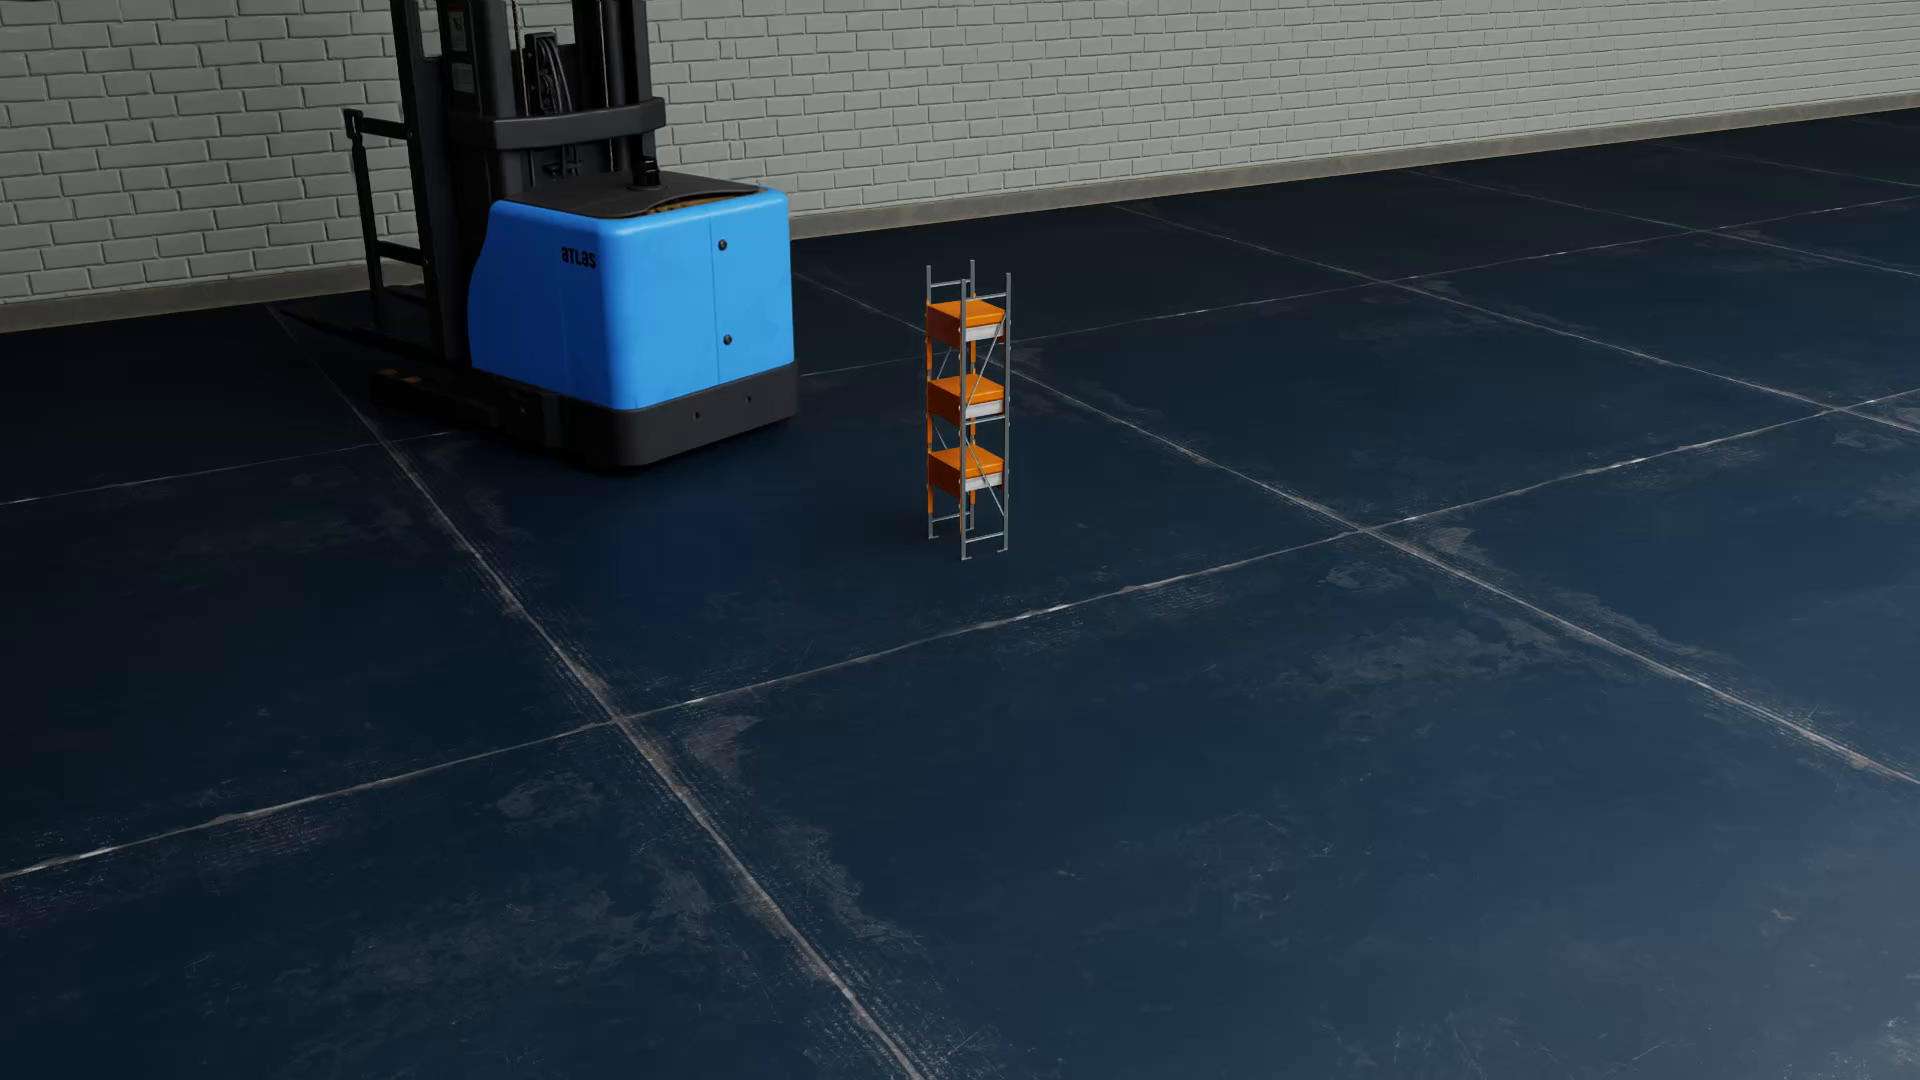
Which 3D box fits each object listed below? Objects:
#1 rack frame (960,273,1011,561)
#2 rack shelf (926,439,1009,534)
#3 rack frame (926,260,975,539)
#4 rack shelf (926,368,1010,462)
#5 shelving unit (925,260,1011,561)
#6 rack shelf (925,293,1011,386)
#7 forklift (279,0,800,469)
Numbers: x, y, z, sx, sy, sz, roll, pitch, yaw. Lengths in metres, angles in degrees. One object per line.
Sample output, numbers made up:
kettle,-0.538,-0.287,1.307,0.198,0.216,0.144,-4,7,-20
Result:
rack frame,0.090,-0.430,5.974,0.200,1.050,0.008,-13,25,-28
rack shelf,0.027,-0.202,6.180,0.215,0.259,0.240,-13,25,-28
rack frame,-0.035,-0.509,6.168,0.200,1.050,0.008,-13,25,-28
rack shelf,0.027,-0.459,6.075,0.215,0.259,0.240,-13,25,-28
shelving unit,0.027,-0.469,6.071,0.215,1.050,0.252,-13,25,-28
rack shelf,0.027,-0.722,5.968,0.215,0.259,0.240,-13,25,-28
forklift,-2.185,-2.093,7.569,3.031,2.935,1.130,17,28,36
